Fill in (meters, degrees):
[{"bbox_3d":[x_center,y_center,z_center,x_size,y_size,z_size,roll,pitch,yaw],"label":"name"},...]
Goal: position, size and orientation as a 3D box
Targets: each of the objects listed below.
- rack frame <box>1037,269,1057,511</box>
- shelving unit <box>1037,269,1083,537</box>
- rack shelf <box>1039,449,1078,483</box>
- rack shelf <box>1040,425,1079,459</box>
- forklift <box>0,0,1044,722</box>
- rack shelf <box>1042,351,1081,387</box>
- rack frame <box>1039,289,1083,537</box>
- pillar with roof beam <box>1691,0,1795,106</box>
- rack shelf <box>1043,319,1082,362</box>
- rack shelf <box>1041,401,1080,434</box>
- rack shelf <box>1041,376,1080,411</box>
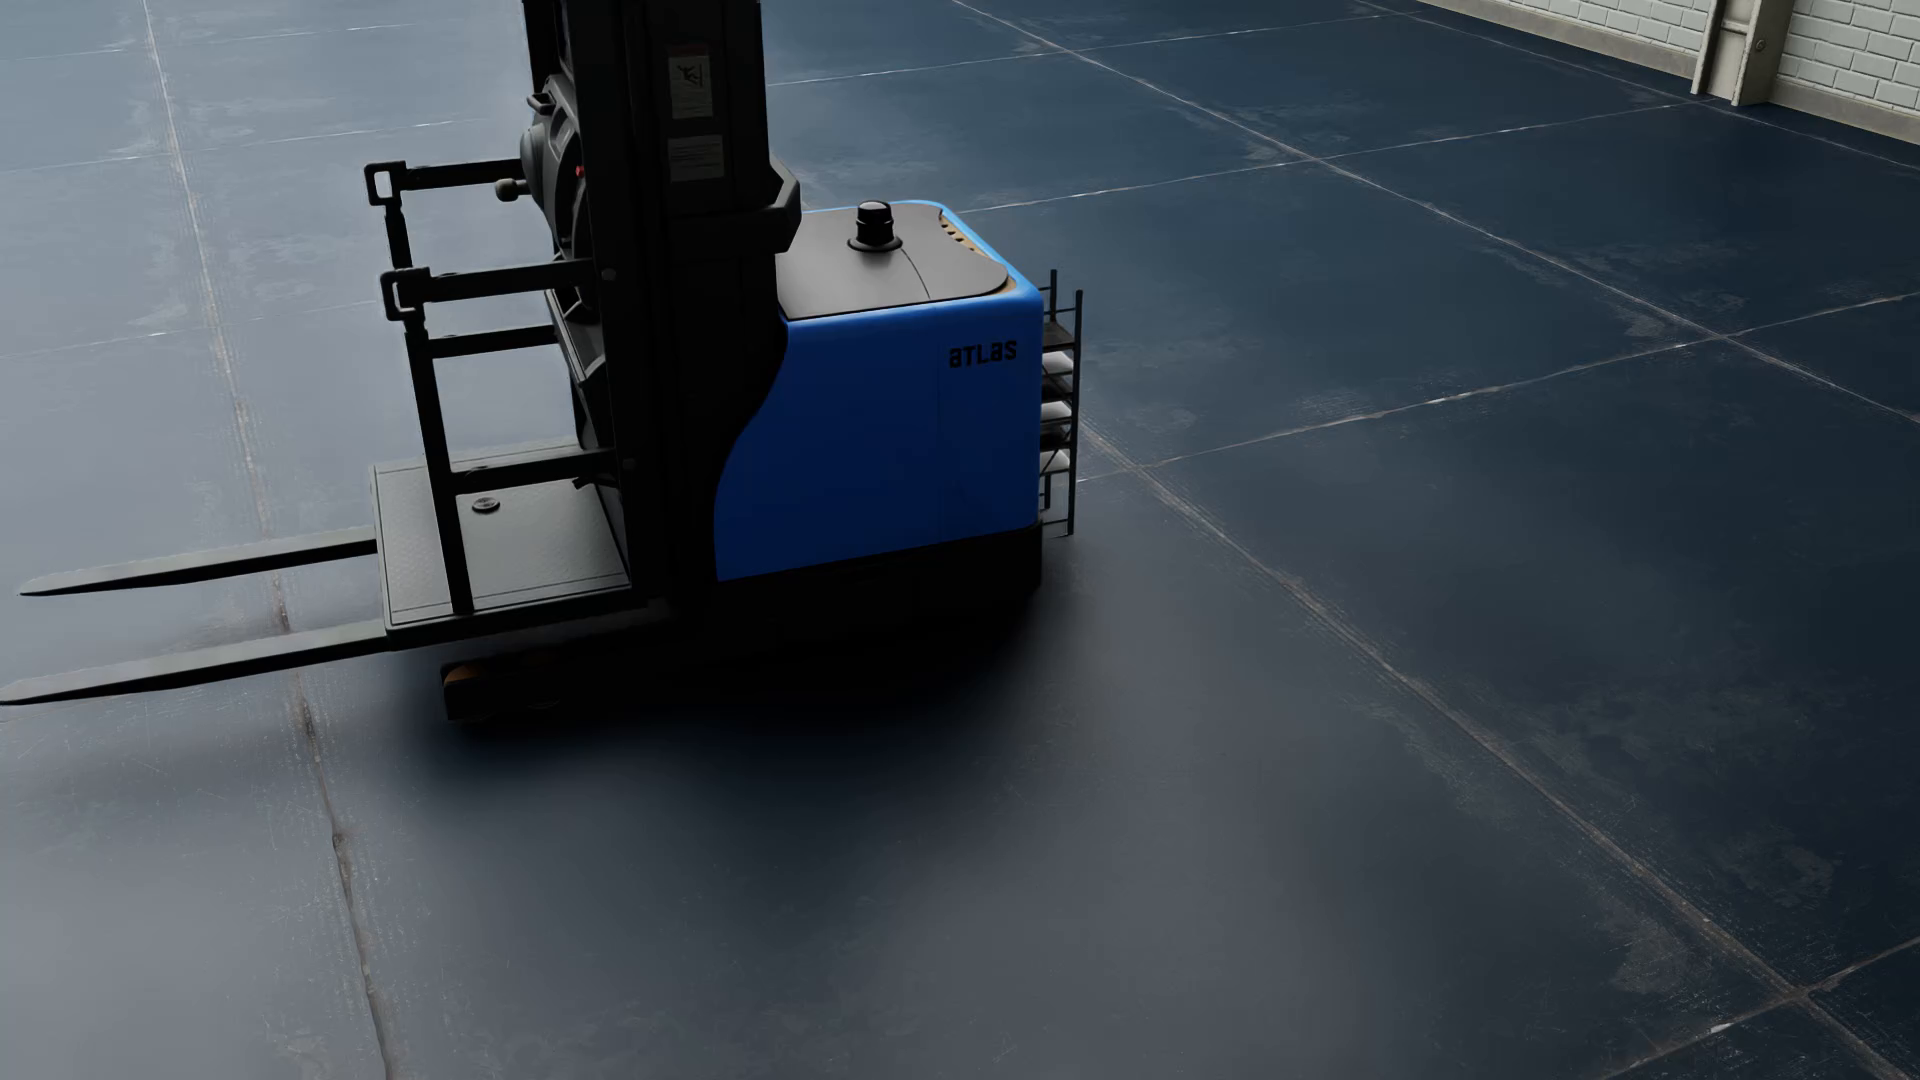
[{"bbox_3d":[0.209,-0.484,5.693,0.240,0.900,0.006,-11,31,-18],"label":"rack frame"},{"bbox_3d":[0.245,-0.438,5.611,0.258,0.900,0.210,-11,31,-18],"label":"shelving unit"},{"bbox_3d":[0.245,-0.252,5.715,0.258,0.077,0.200,-11,31,-18],"label":"rack shelf"},{"bbox_3d":[0.245,-0.330,5.671,0.258,0.077,0.200,-11,31,-18],"label":"rack shelf"},{"bbox_3d":[-1.312,-1.044,4.614,3.031,2.935,1.130,-10,31,-17],"label":"forklift"},{"bbox_3d":[0.245,-0.566,5.539,0.258,0.077,0.200,-11,31,-18],"label":"rack shelf"},{"bbox_3d":[0.281,-0.391,5.528,0.240,0.900,0.006,-11,31,-18],"label":"rack frame"},{"bbox_3d":[1.190,-5.943,7.149,9.100,9.000,0.400,-13,32,-22],"label":"pillar with roof beam"},{"bbox_3d":[0.245,-0.644,5.495,0.258,0.077,0.200,-11,31,-18],"label":"rack shelf"},{"bbox_3d":[0.245,-0.409,5.627,0.258,0.077,0.200,-11,31,-18],"label":"rack shelf"},{"bbox_3d":[0.245,-0.487,5.583,0.258,0.077,0.200,-11,31,-18],"label":"rack shelf"}]
